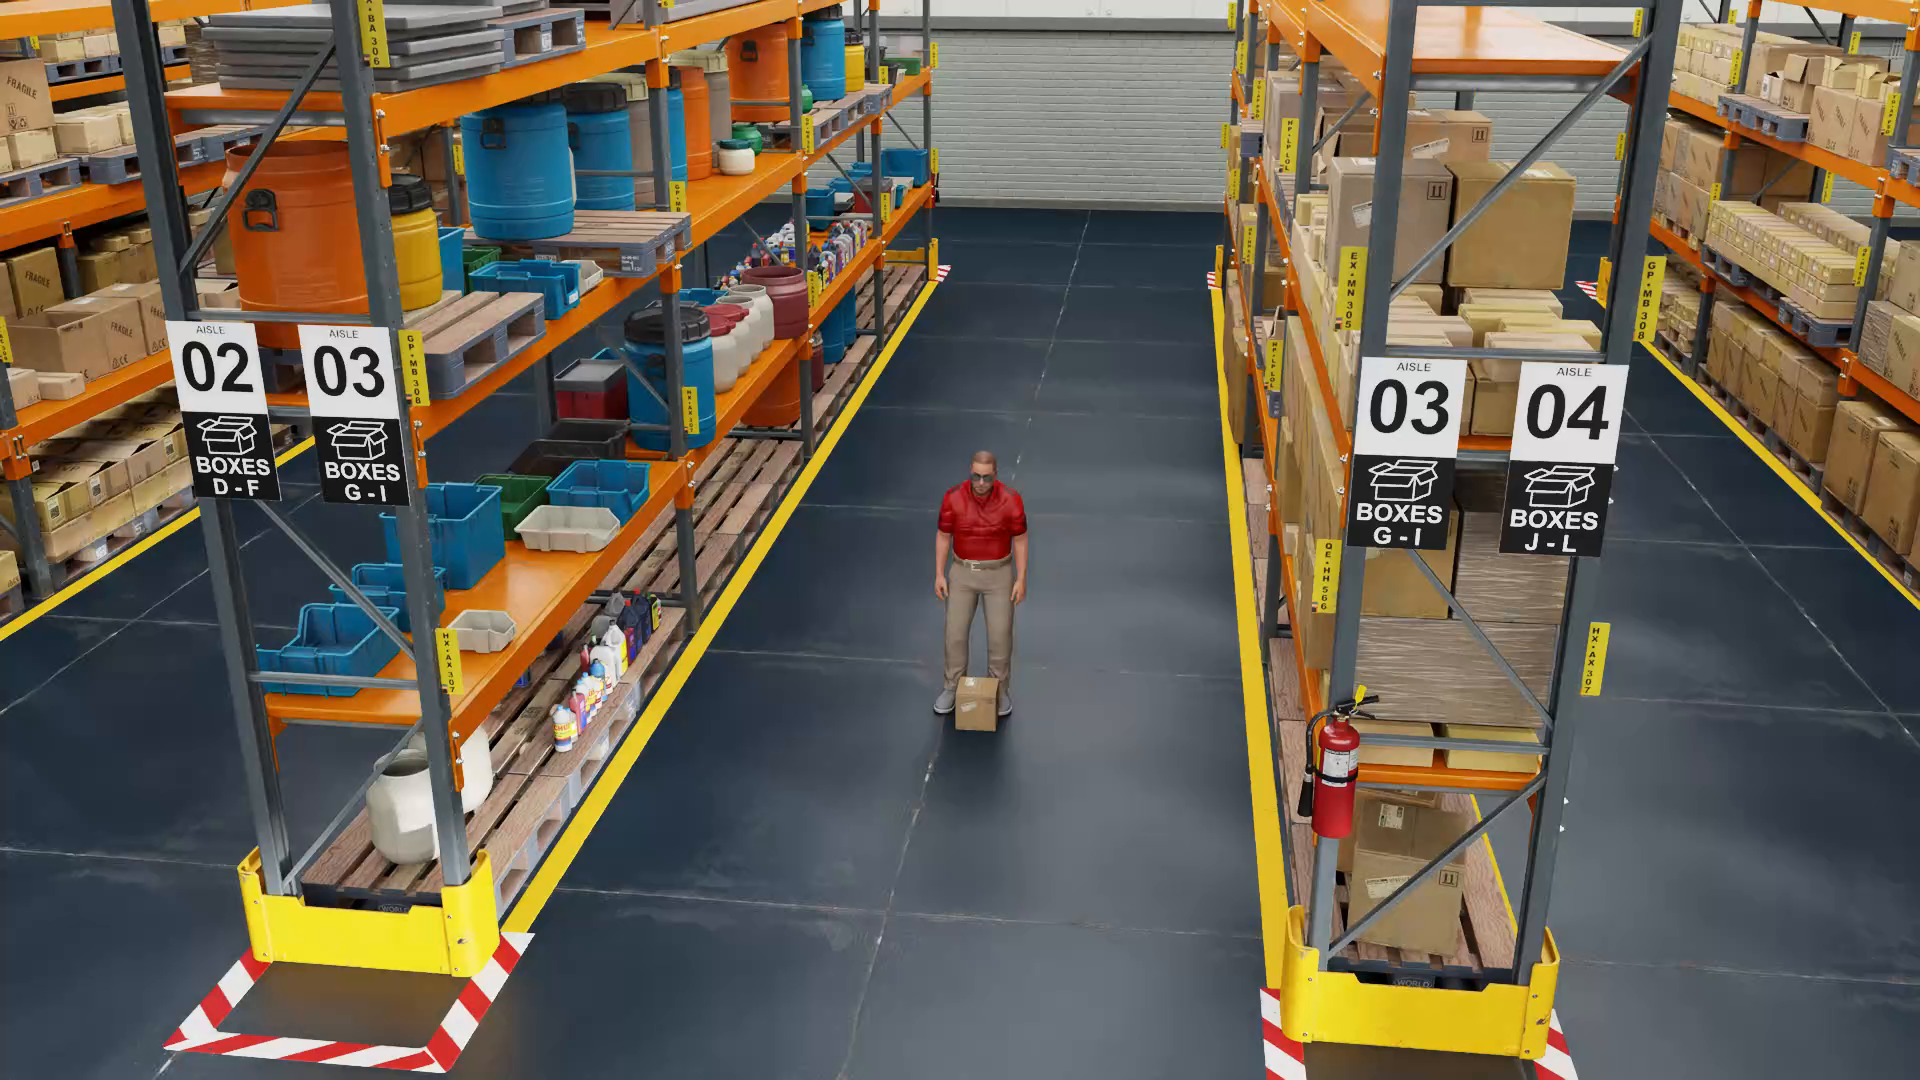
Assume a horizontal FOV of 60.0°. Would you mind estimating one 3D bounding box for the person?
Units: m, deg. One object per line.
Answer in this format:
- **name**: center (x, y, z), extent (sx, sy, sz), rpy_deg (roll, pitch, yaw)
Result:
- **person**: center (0.131, 0.253, 10.441), extent (0.585, 1.727, 0.380), rpy_deg (2, 21, 6)
